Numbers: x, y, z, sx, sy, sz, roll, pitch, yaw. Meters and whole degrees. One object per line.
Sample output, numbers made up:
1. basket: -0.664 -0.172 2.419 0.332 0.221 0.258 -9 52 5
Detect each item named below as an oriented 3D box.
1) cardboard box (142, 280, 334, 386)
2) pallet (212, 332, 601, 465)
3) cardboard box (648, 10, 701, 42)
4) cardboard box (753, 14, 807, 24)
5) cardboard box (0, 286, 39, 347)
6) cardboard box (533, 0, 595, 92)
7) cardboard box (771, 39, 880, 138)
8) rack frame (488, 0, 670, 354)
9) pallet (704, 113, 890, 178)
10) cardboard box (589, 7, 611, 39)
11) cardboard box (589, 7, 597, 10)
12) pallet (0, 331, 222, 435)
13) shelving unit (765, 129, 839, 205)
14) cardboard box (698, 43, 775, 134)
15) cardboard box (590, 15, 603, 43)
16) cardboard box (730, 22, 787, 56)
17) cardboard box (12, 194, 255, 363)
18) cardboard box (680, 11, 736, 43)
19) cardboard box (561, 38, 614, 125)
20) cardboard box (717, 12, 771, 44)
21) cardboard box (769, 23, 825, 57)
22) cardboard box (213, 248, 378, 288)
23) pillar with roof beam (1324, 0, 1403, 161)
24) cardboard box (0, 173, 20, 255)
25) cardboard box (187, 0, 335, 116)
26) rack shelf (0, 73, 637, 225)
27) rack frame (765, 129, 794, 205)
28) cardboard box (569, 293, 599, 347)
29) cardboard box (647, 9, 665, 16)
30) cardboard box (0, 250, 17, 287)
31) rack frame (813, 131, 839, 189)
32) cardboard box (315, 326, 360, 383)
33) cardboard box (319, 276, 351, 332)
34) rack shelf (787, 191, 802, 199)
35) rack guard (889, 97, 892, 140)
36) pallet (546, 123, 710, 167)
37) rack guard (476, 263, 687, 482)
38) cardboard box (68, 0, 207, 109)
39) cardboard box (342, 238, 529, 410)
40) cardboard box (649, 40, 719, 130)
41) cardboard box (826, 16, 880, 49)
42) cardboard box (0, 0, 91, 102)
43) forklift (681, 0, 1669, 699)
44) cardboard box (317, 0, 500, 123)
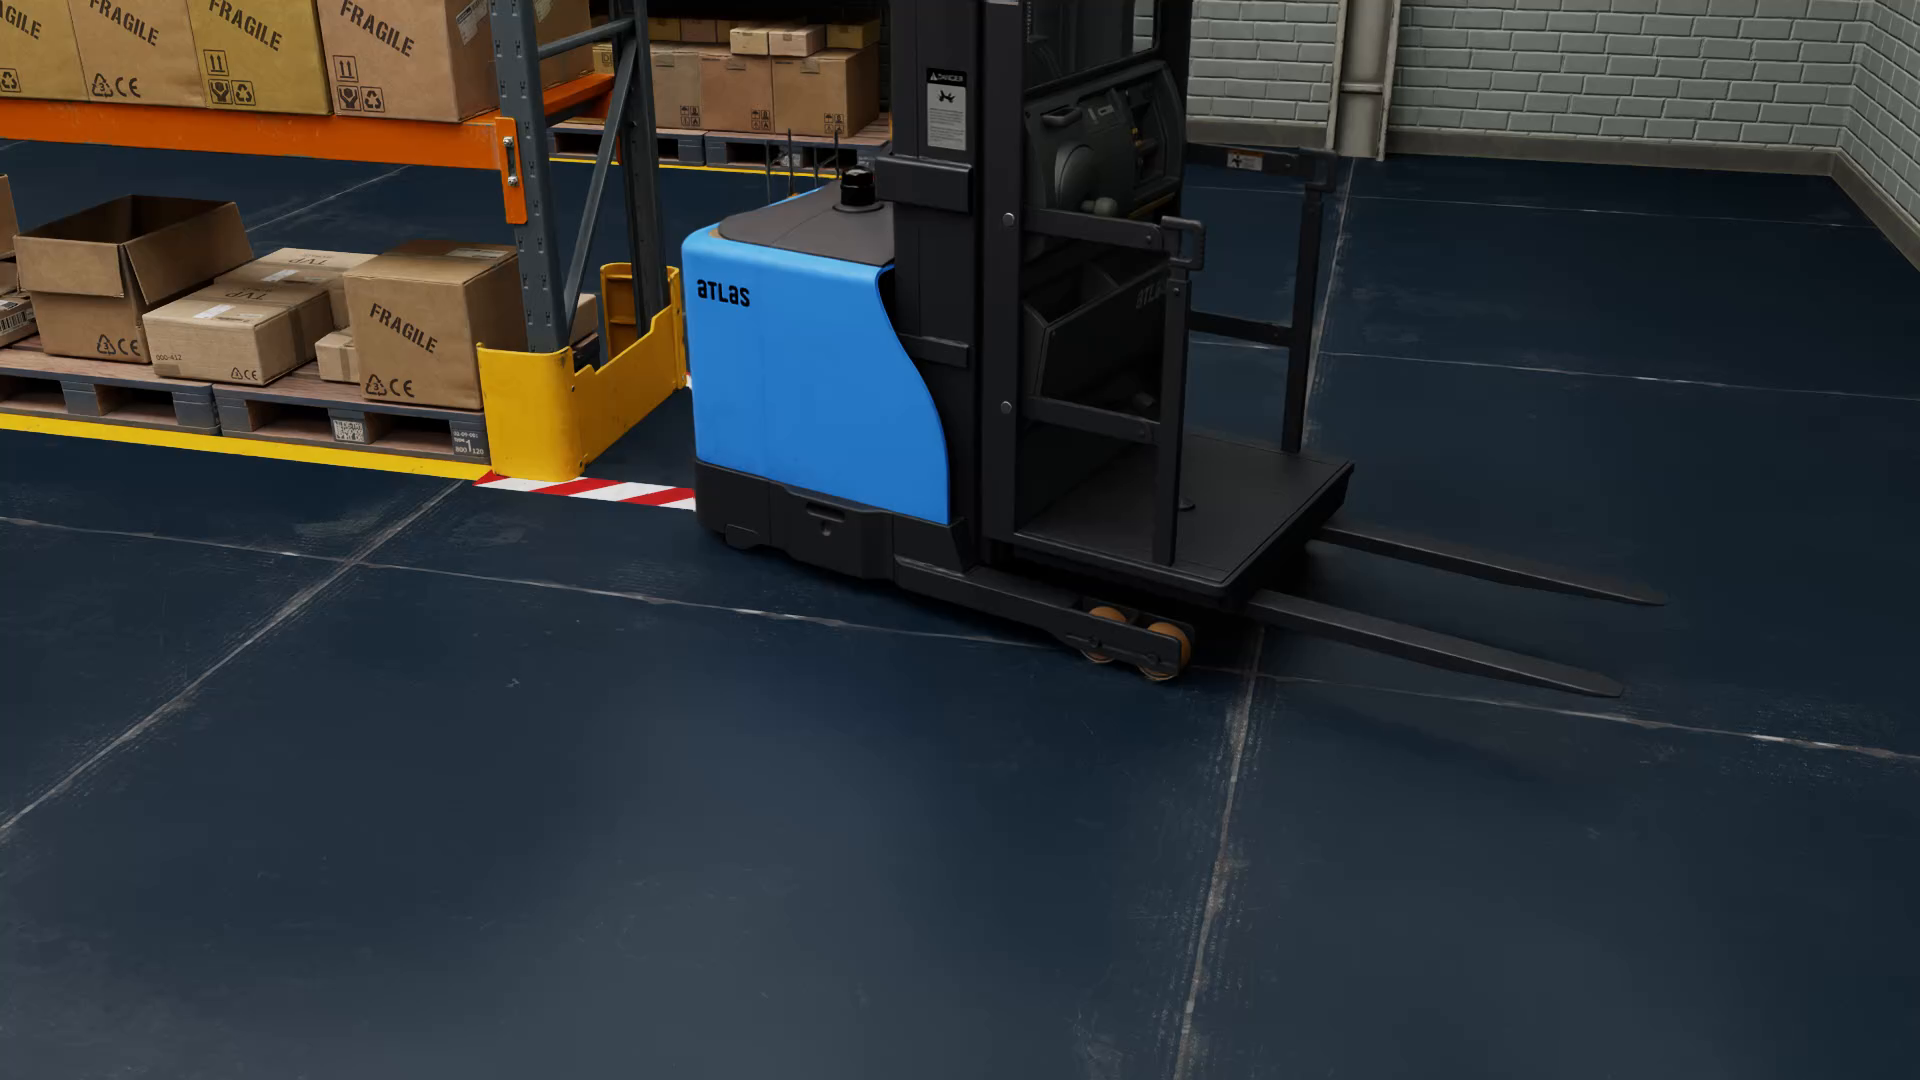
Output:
1. cardboard box: -2.900 -0.843 6.719 0.500 0.250 0.500 6 26 13
2. pallet: -2.246 -0.650 6.871 1.213 0.211 1.003 6 26 13
3. cardboard box: -1.930 -3.471 11.216 0.250 0.149 0.380 7 26 14
4. cardboard box: -1.192 -3.390 11.046 0.250 0.149 0.380 6 26 13
5. cardboard box: -4.081 -0.941 7.020 0.250 0.166 0.380 6 26 13
6. cardboard box: -1.764 -2.019 6.384 0.500 0.500 0.500 7 26 14
7. cardboard box: -0.873 -2.973 10.925 0.500 0.500 0.700 6 26 13
8. rack frame: -1.400 -1.816 6.076 0.127 3.000 1.000 6 26 13
9. pallet: -0.964 -2.673 11.119 1.213 0.211 1.003 6 26 13
10. cardboard box: -2.425 -3.526 11.331 0.250 0.149 0.380 7 26 14
11. cardboard box: -2.670 -3.553 11.388 0.250 0.149 0.380 5 26 11
12. pallet: -3.424 -0.782 7.147 1.213 0.211 1.003 6 26 13
13. shelving unit: -0.570 -0.920 6.283 0.189 1.200 0.258 7 27 14
14. cardboard box: -1.357 -3.027 11.038 0.500 0.500 0.700 6 26 13
15. cardboard box: -2.553 -3.370 11.004 0.250 0.149 0.380 6 26 12
16. cardboard box: -1.290 -3.231 10.712 0.250 0.149 0.380 7 26 14
17. cardboard box: -3.453 -1.117 6.999 0.637 0.503 0.797 6 26 13
18. cardboard box: -1.681 -3.444 11.159 0.250 0.149 0.380 7 26 14
19. cardboard box: -2.363 -3.134 11.264 0.500 0.500 0.700 7 26 14
20. cardboard box: -1.435 -3.417 11.102 0.250 0.149 0.380 7 26 13
21. cardboard box: -1.042 -3.204 10.655 0.250 0.149 0.380 6 26 12
22. cardboard box: -2.824 -1.057 7.167 0.500 0.250 0.500 6 26 13
23. pillar with roof beam: 1.589 -4.867 5.503 0.400 9.000 9.100 6 26 13
24. cardboard box: -4.651 -1.372 7.538 0.500 0.500 0.500 6 26 13
25. cardboard box: -2.405 -1.850 6.030 0.500 0.500 0.500 7 26 13
26. rack shelf: -3.337 -1.706 6.680 4.000 0.370 1.077 6 26 13
27. rack frame: -0.658 -0.931 6.306 0.006 1.200 0.240 7 27 14
28. cardboard box: -1.720 -0.916 6.989 0.250 0.149 0.380 6 26 13
29. cardboard box: -2.175 -3.498 11.273 0.250 0.149 0.380 6 26 12
30. cardboard box: -3.925 -1.206 7.410 0.500 0.311 0.500 6 26 13
31. rack frame: -0.482 -0.910 6.260 0.006 1.200 0.240 7 27 14
32. cardboard box: -2.358 -0.772 6.667 0.250 0.166 0.380 6 26 13
33. cardboard box: -2.340 -1.003 7.055 0.500 0.250 0.500 6 26 13
34. rack shelf: -0.571 -1.204 6.145 0.180 0.103 0.258 7 27 14
35. rack guard: -0.146 -2.748 10.940 0.348 0.500 1.175 6 26 13
36. pallet: -2.141 -2.804 11.395 1.213 0.211 1.003 6 26 13
37. rack guard: -1.473 -0.696 6.630 0.348 0.500 1.175 6 26 13
38. cardboard box: -2.886 -1.906 6.147 0.500 0.500 0.500 7 26 13
39. cardboard box: -1.988 -0.842 6.425 0.500 0.500 0.500 6 26 13
40. cardboard box: -1.844 -3.080 11.150 0.500 0.500 0.700 5 26 11
41. cardboard box: -0.702 -3.336 10.933 0.250 0.149 0.380 6 26 13
42. cardboard box: -3.374 -1.960 6.261 0.500 0.500 0.500 6 26 12
43. forklift: 0.615 -1.172 4.803 3.031 2.935 1.130 15 29 28
44. cardboard box: -1.901 -1.796 5.917 0.500 0.500 0.500 7 26 15
